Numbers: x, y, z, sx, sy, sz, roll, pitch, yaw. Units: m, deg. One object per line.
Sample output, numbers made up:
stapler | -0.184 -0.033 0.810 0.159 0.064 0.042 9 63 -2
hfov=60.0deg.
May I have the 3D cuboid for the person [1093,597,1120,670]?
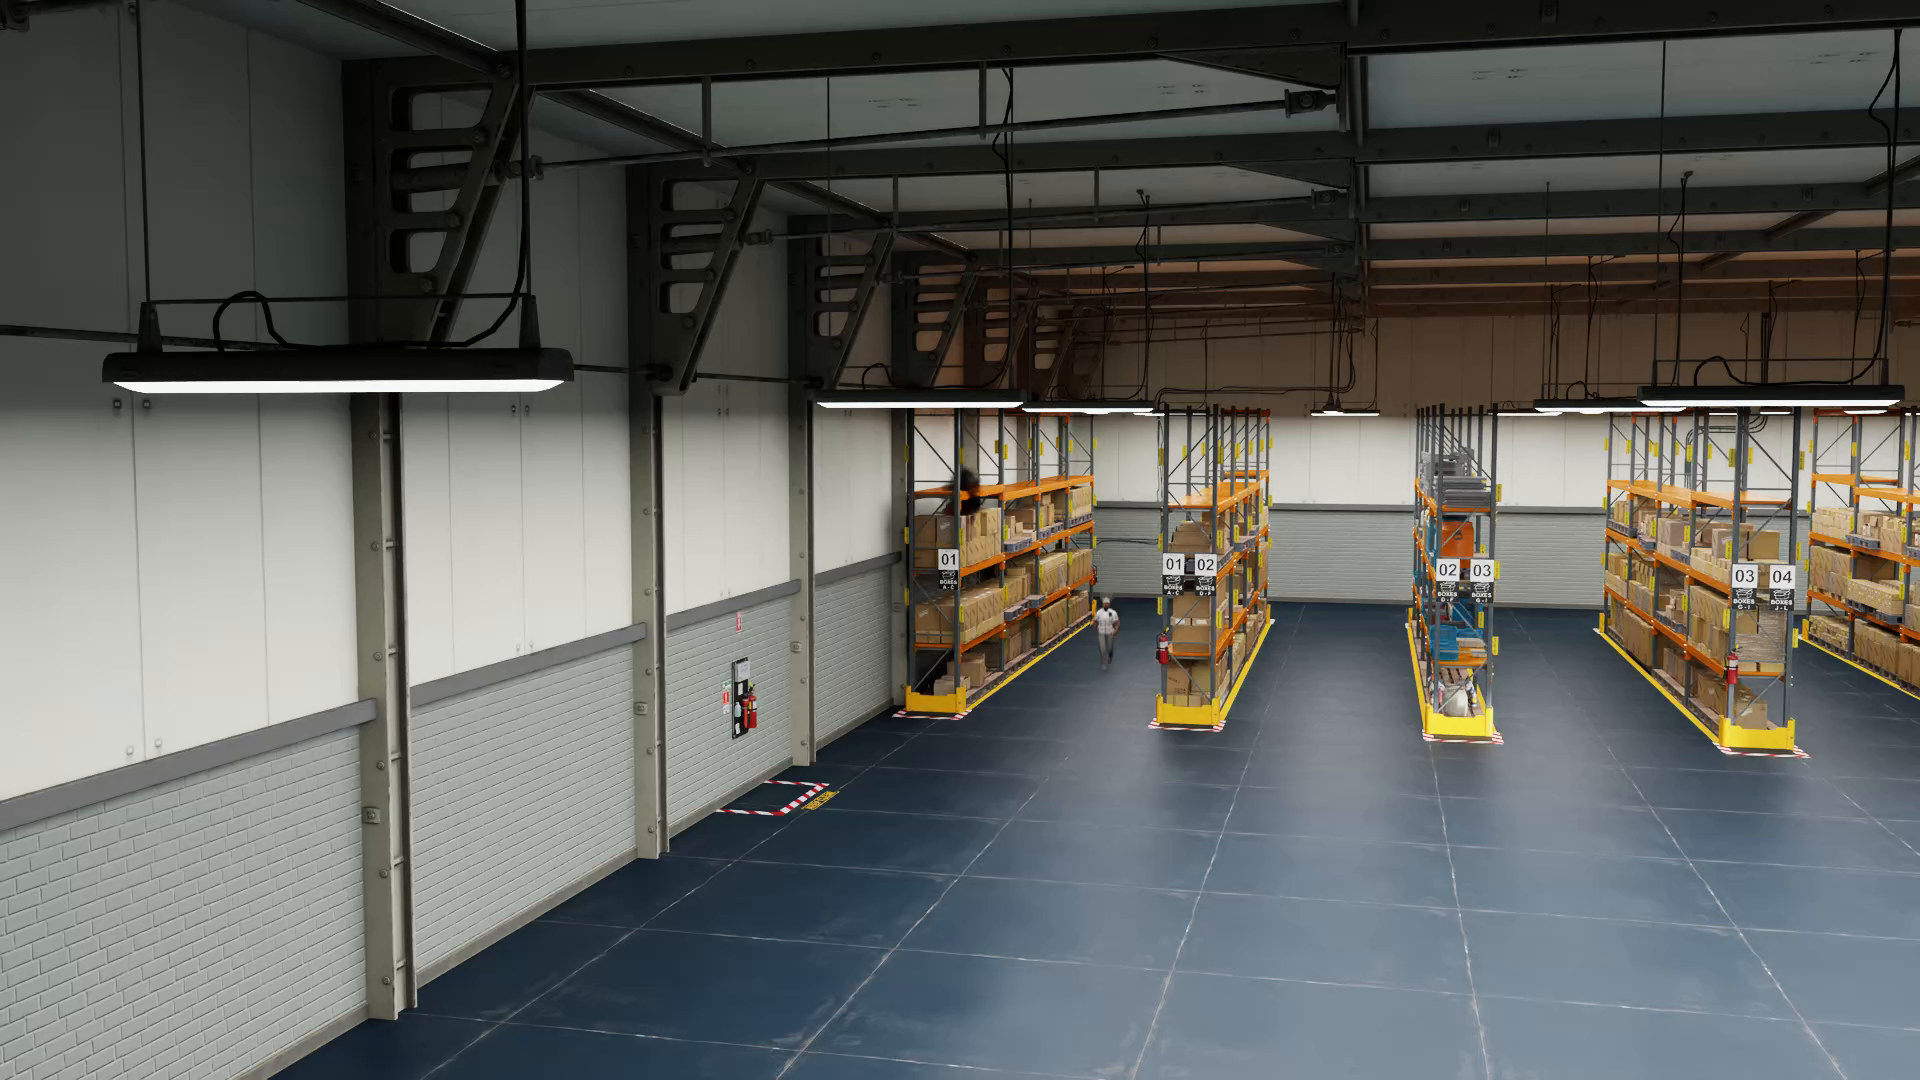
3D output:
person | 3.343 2.121 38.059 0.619 1.650 0.638 1 4 9
